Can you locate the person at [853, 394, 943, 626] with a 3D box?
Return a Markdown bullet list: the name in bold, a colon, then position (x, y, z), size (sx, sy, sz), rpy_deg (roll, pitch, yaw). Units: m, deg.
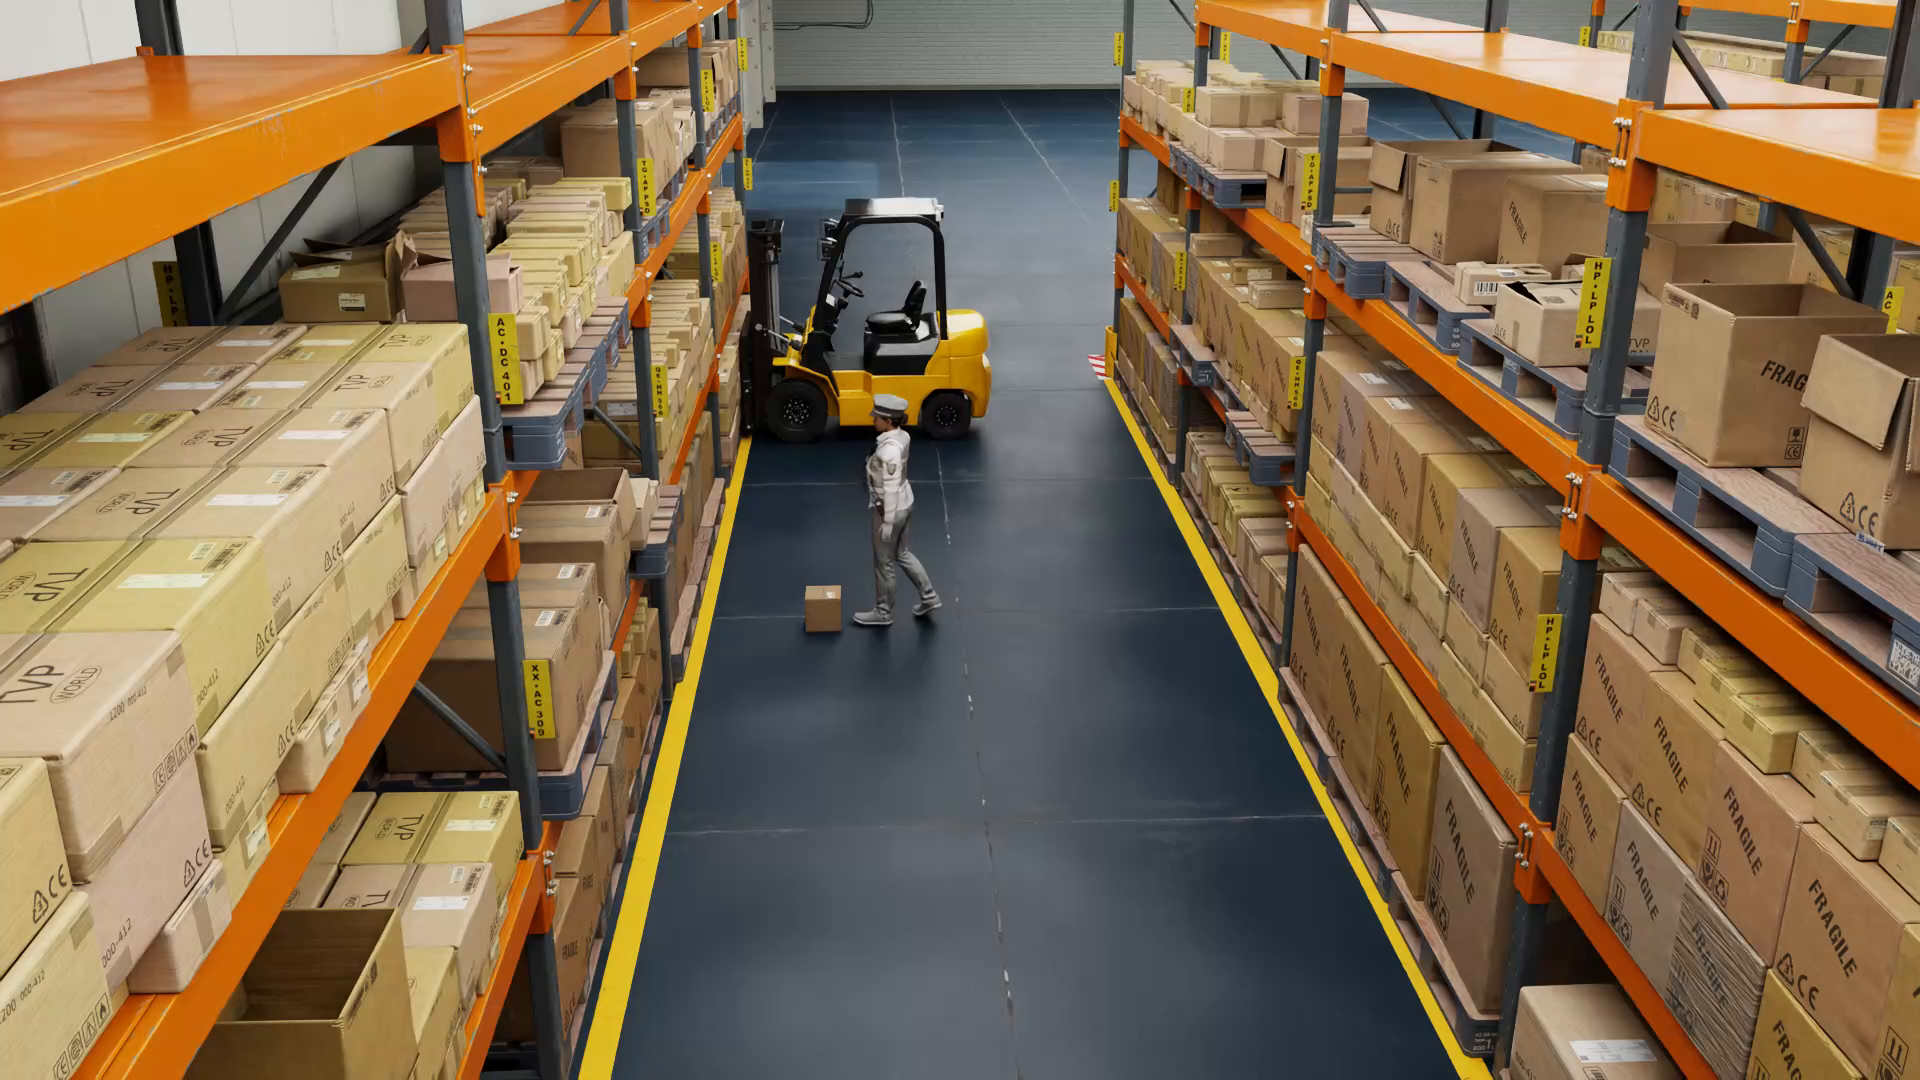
- **person**: position (-0.446, -0.198, 11.554), size (0.628, 1.668, 0.500), rpy_deg (4, 21, 11)
